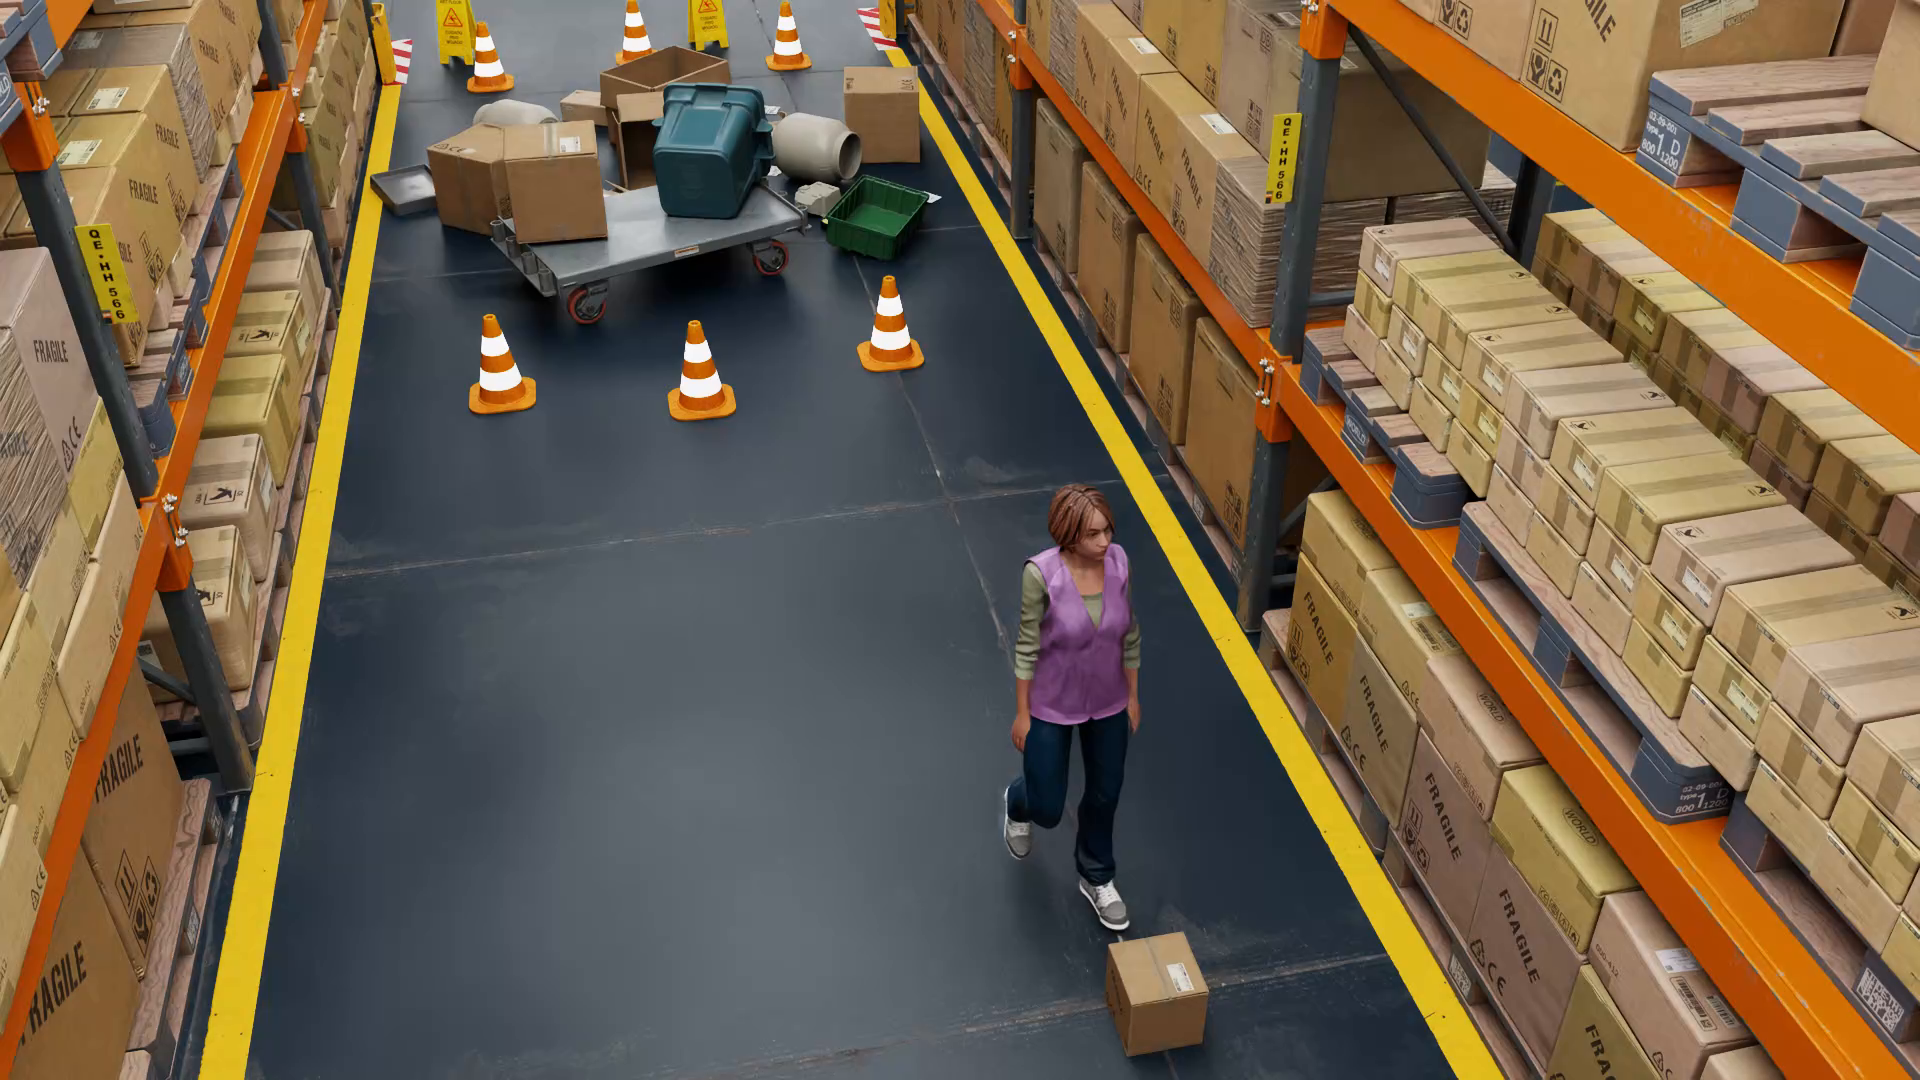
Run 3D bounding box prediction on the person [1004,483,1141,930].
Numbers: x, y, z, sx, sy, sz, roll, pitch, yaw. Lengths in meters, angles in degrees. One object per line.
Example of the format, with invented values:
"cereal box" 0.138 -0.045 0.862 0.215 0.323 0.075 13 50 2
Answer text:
"person" 0.387 0.546 5.325 0.451 1.593 0.536 -12 37 -17
